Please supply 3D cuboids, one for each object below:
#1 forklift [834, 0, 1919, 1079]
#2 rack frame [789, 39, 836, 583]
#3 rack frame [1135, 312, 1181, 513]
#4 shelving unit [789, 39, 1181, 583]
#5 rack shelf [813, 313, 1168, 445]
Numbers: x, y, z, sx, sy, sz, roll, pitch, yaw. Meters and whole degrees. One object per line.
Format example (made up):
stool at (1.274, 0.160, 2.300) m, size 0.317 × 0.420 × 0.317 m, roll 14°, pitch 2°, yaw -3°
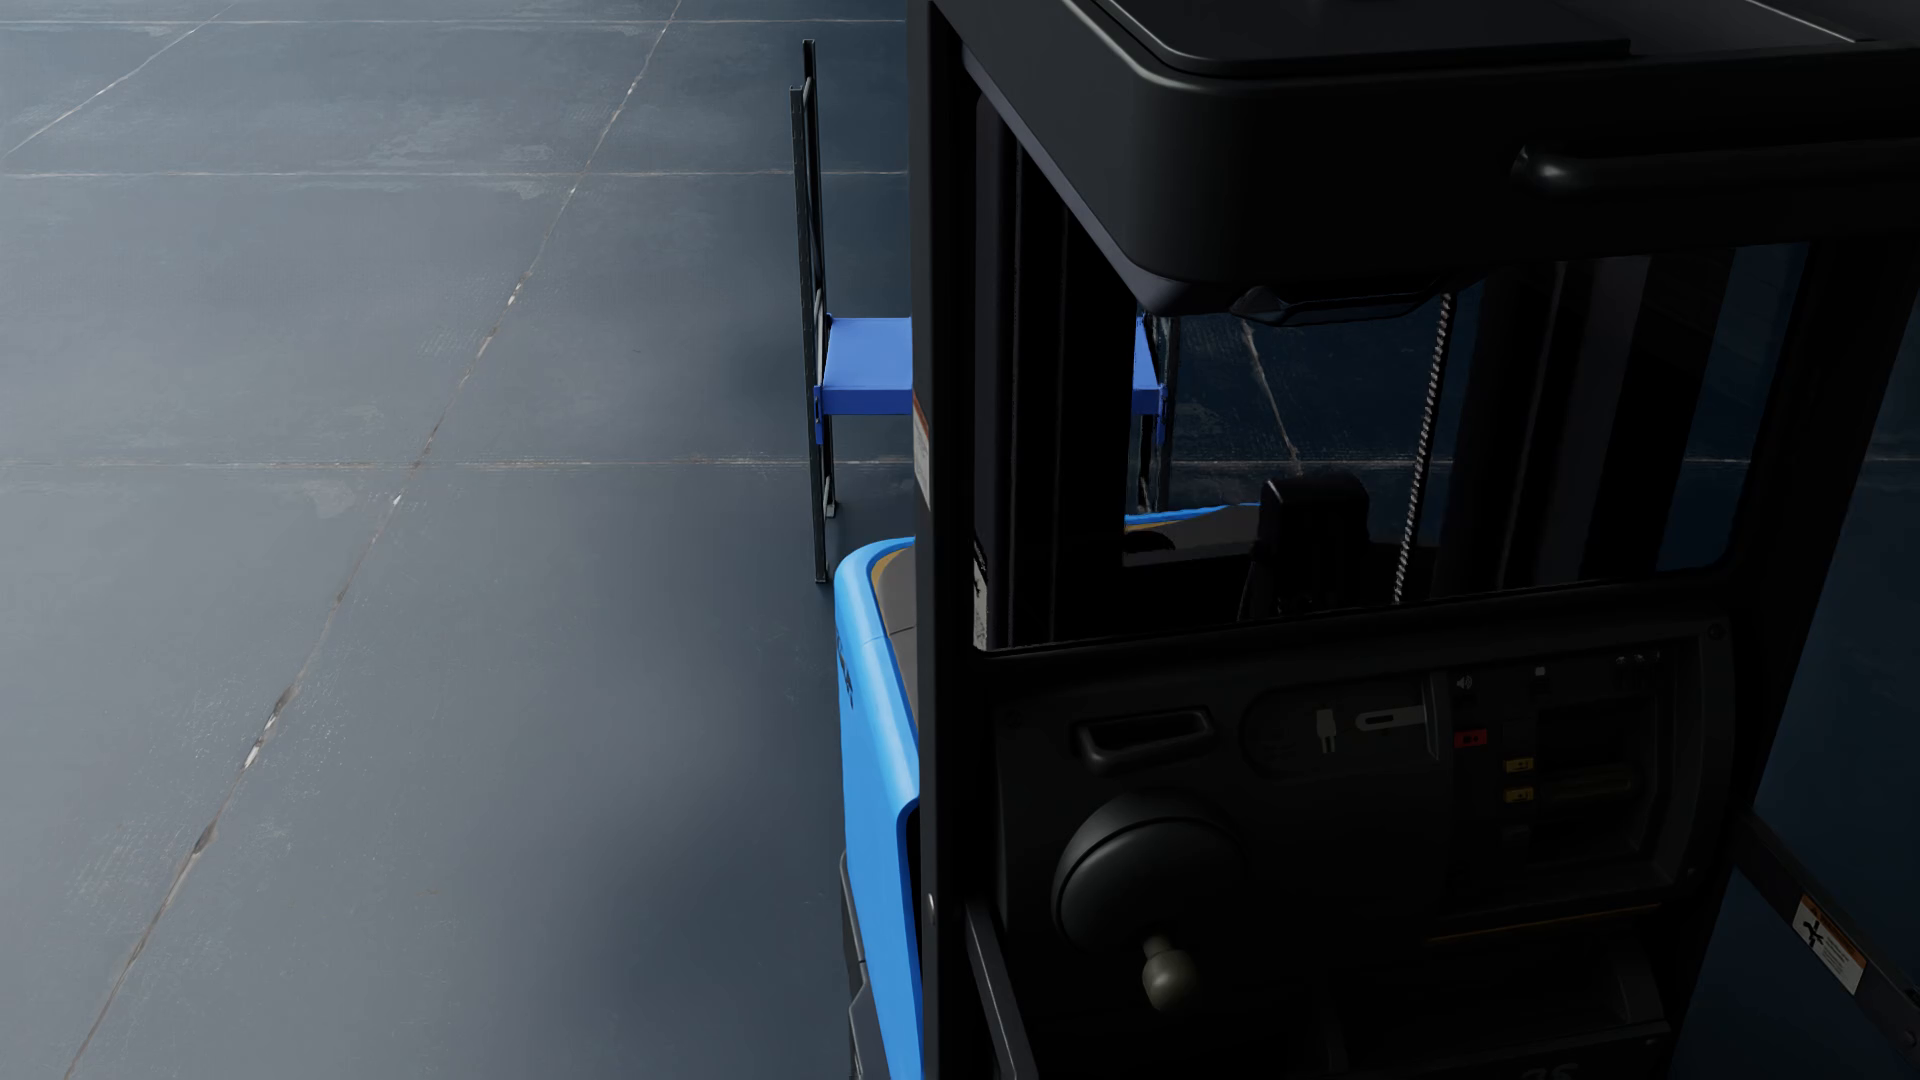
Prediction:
forklift at (0.542, 0.368, 1.818) m, size 1.130 × 2.935 × 3.031 m, roll -6°, pitch 32°, yaw -10°
rack frame at (-0.423, -0.640, 4.859) m, size 0.032 × 1.500 × 0.500 m, roll 0°, pitch 31°, yaw 0°
rack frame at (0.594, -0.643, 4.864) m, size 0.032 × 1.500 × 0.500 m, roll 0°, pitch 31°, yaw 0°
shelving unit at (0.085, -0.641, 4.861) m, size 1.048 × 1.500 × 0.538 m, roll 0°, pitch 31°, yaw 0°
rack shelf at (0.085, -0.488, 4.955) m, size 1.000 × 0.185 × 0.538 m, roll 0°, pitch 31°, yaw 0°
